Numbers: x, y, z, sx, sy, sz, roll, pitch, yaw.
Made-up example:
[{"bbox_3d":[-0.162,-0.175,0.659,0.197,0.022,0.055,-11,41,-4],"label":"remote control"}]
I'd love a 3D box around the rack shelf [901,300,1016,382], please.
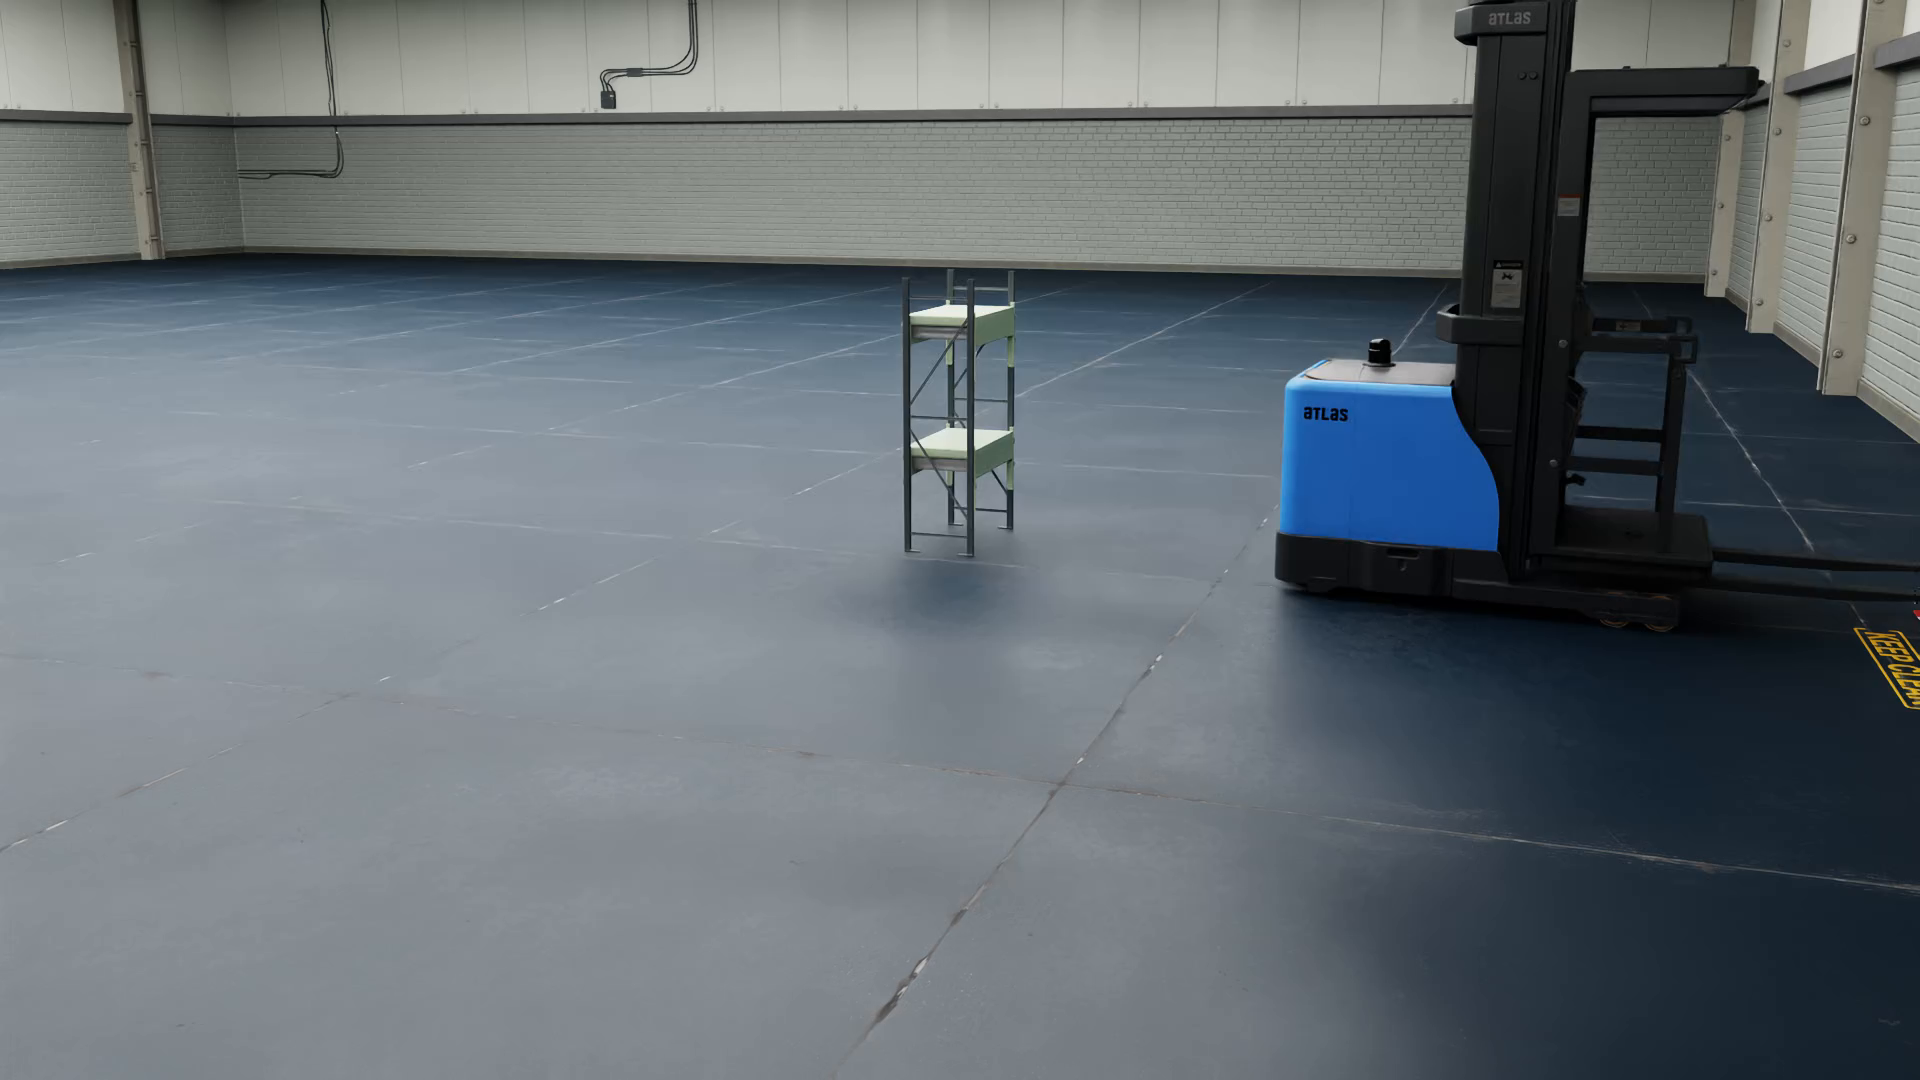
[{"bbox_3d":[0.002,-1.113,9.240,0.431,0.370,0.720,4,14,18],"label":"rack shelf"}]

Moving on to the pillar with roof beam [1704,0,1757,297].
[{"bbox_3d":[8.005,-8.601,26.946,9.100,9.000,0.400,4,14,18],"label":"pillar with roof beam"}]

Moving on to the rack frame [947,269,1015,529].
[{"bbox_3d":[0.121,-0.810,9.665,0.400,1.500,0.023,4,14,18],"label":"rack frame"}]

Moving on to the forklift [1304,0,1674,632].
[{"bbox_3d":[-9.439,-0.914,7.049,23.555,2.867,12.119,5,14,21],"label":"forklift"}]

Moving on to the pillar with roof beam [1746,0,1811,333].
[{"bbox_3d":[6.064,-7.337,21.412,9.100,9.000,0.400,4,14,18],"label":"pillar with roof beam"}]

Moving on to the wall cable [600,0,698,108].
[{"bbox_3d":[-6.545,-12.055,34.438,2.305,6.003,0.169,4,14,18],"label":"wall cable"}]

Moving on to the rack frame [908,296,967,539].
[{"bbox_3d":[-0.118,-0.656,8.990,0.380,1.308,0.010,4,14,18],"label":"rack frame"}]

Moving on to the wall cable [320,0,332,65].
[{"bbox_3d":[-12.963,-11.837,36.756,3.097,2.526,0.112,4,14,18],"label":"wall cable"}]

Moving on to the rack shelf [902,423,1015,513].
[{"bbox_3d":[0.002,-0.415,9.400,0.431,0.370,0.720,4,14,18],"label":"rack shelf"}]

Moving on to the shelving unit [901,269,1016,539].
[{"bbox_3d":[0.003,-0.733,9.330,0.431,1.500,0.748,4,14,18],"label":"shelving unit"}]

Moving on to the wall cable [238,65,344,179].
[{"bbox_3d":[-15.522,-9.570,38.171,3.097,2.526,0.112,4,14,18],"label":"wall cable"}]

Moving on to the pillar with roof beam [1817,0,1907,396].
[{"bbox_3d":[4.123,-6.074,15.877,9.100,9.000,0.400,4,14,18],"label":"pillar with roof beam"}]

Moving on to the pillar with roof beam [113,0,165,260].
[{"bbox_3d":[-13.653,-10.249,34.167,9.100,9.000,0.400,4,14,18],"label":"pillar with roof beam"}]
